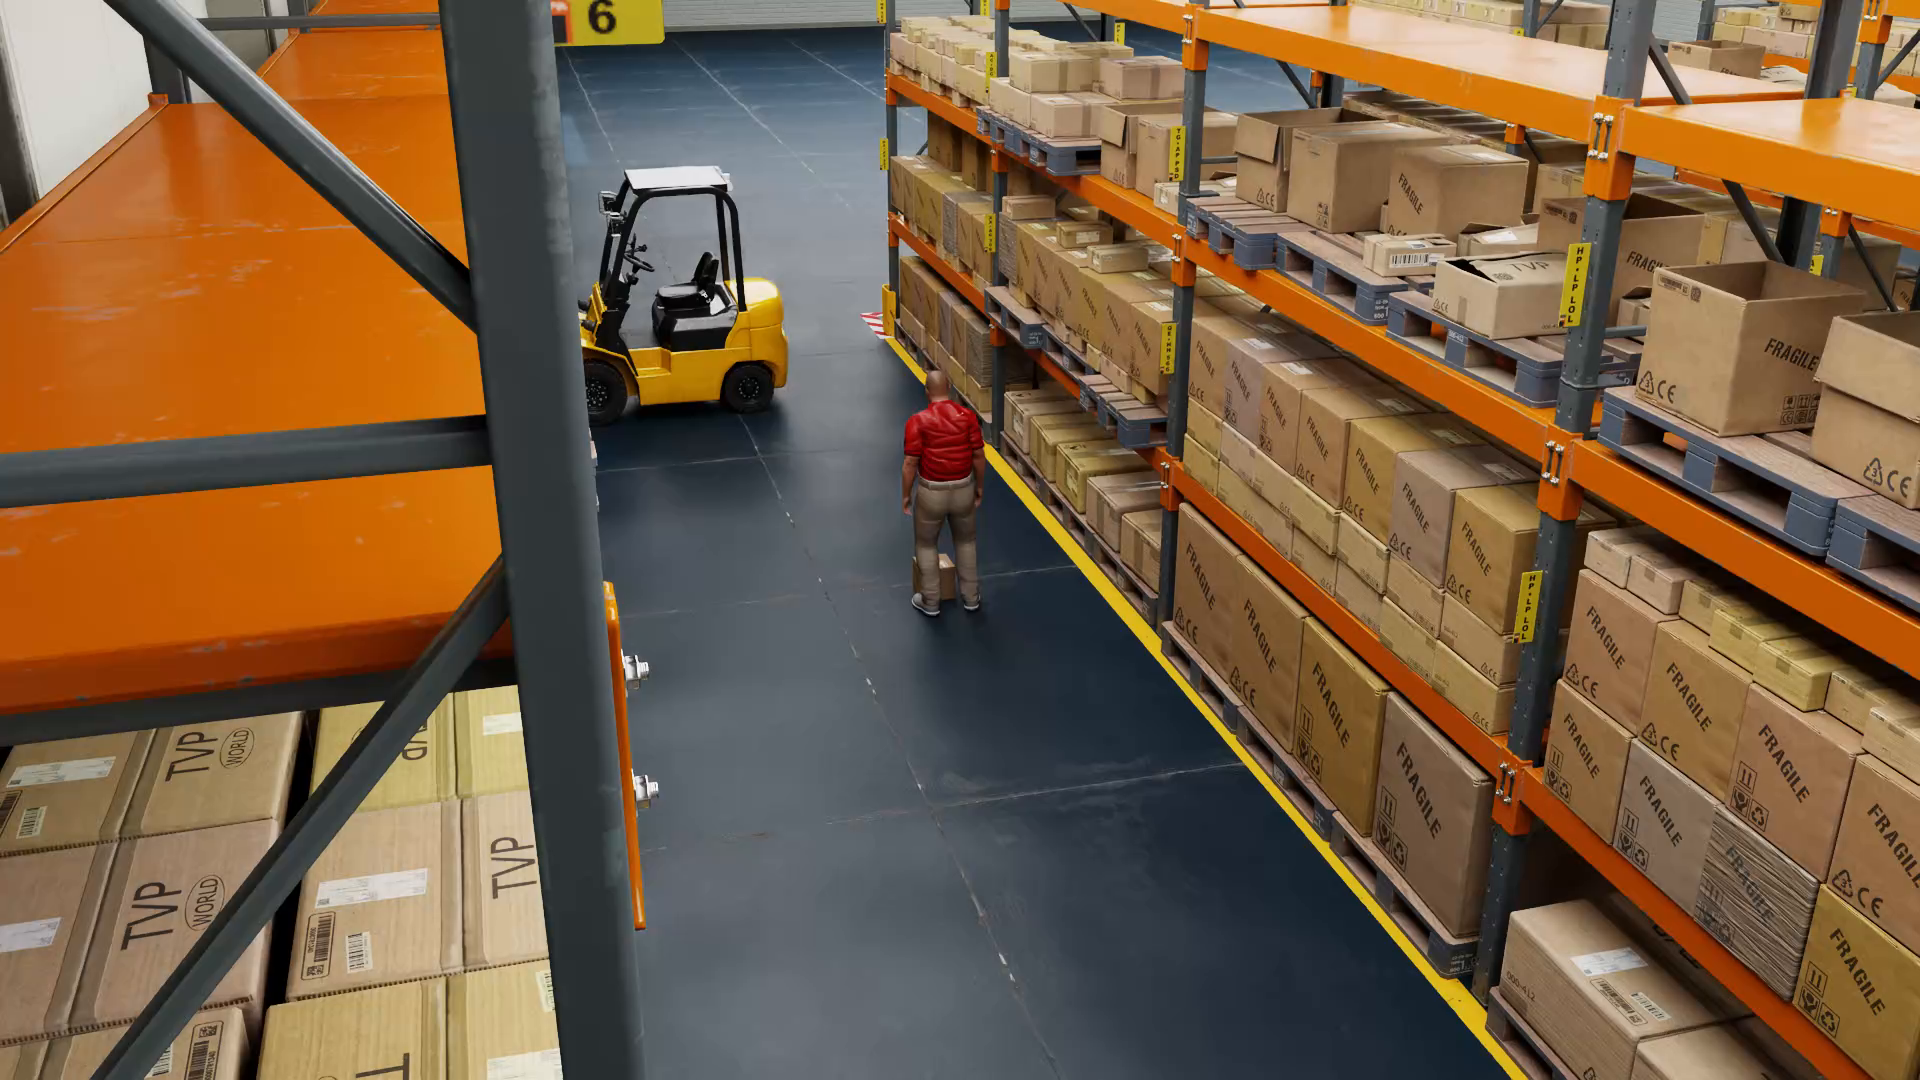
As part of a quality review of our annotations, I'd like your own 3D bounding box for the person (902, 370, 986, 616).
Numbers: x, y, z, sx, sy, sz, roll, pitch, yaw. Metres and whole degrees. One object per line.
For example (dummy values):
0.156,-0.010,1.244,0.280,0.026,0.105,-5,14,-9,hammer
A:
-0.114,-0.317,11.435,0.591,1.726,0.388,-6,24,-15,person
